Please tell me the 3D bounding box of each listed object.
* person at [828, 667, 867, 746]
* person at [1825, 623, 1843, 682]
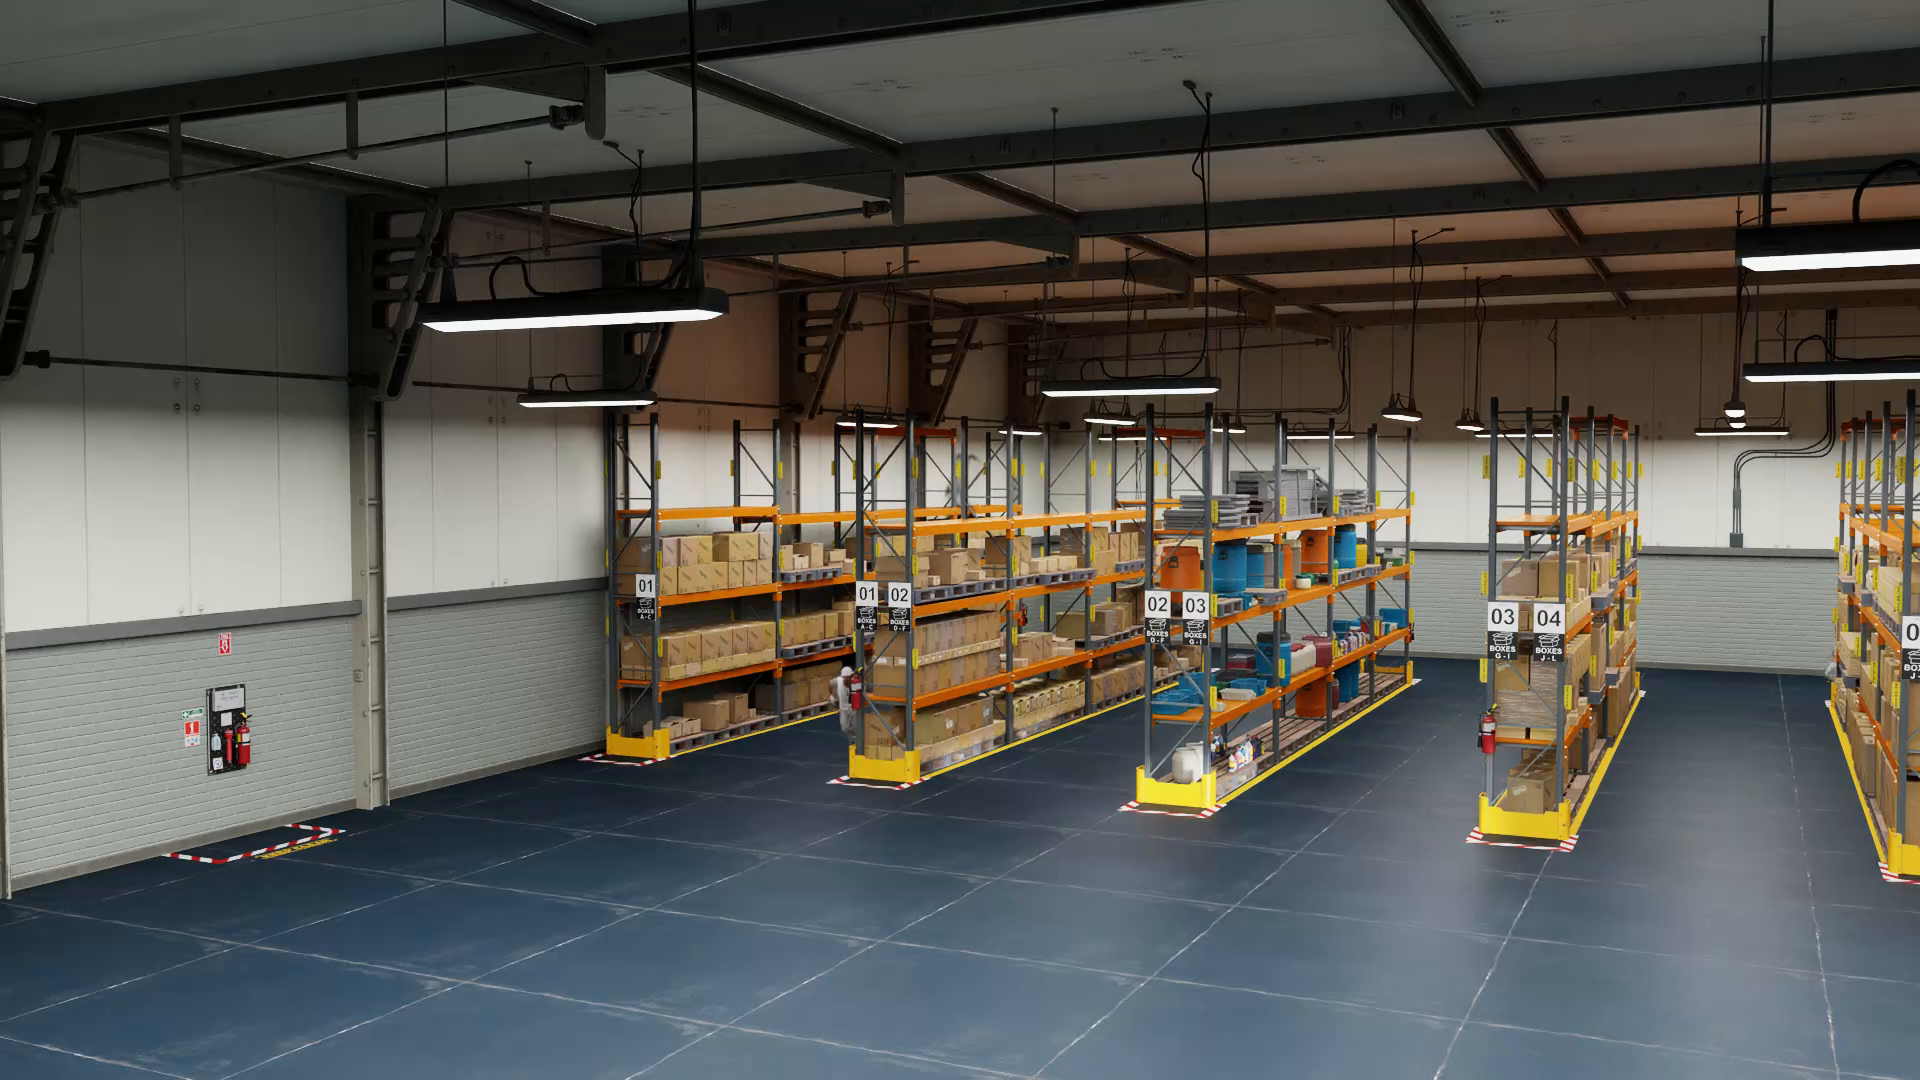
[{"bbox_3d":[-1.974,2.984,29.124,0.715,1.588,0.823,0,2,7],"label":"person"},{"bbox_3d":[19.218,2.600,36.307,0.588,1.721,0.720,2,3,37],"label":"person"}]
